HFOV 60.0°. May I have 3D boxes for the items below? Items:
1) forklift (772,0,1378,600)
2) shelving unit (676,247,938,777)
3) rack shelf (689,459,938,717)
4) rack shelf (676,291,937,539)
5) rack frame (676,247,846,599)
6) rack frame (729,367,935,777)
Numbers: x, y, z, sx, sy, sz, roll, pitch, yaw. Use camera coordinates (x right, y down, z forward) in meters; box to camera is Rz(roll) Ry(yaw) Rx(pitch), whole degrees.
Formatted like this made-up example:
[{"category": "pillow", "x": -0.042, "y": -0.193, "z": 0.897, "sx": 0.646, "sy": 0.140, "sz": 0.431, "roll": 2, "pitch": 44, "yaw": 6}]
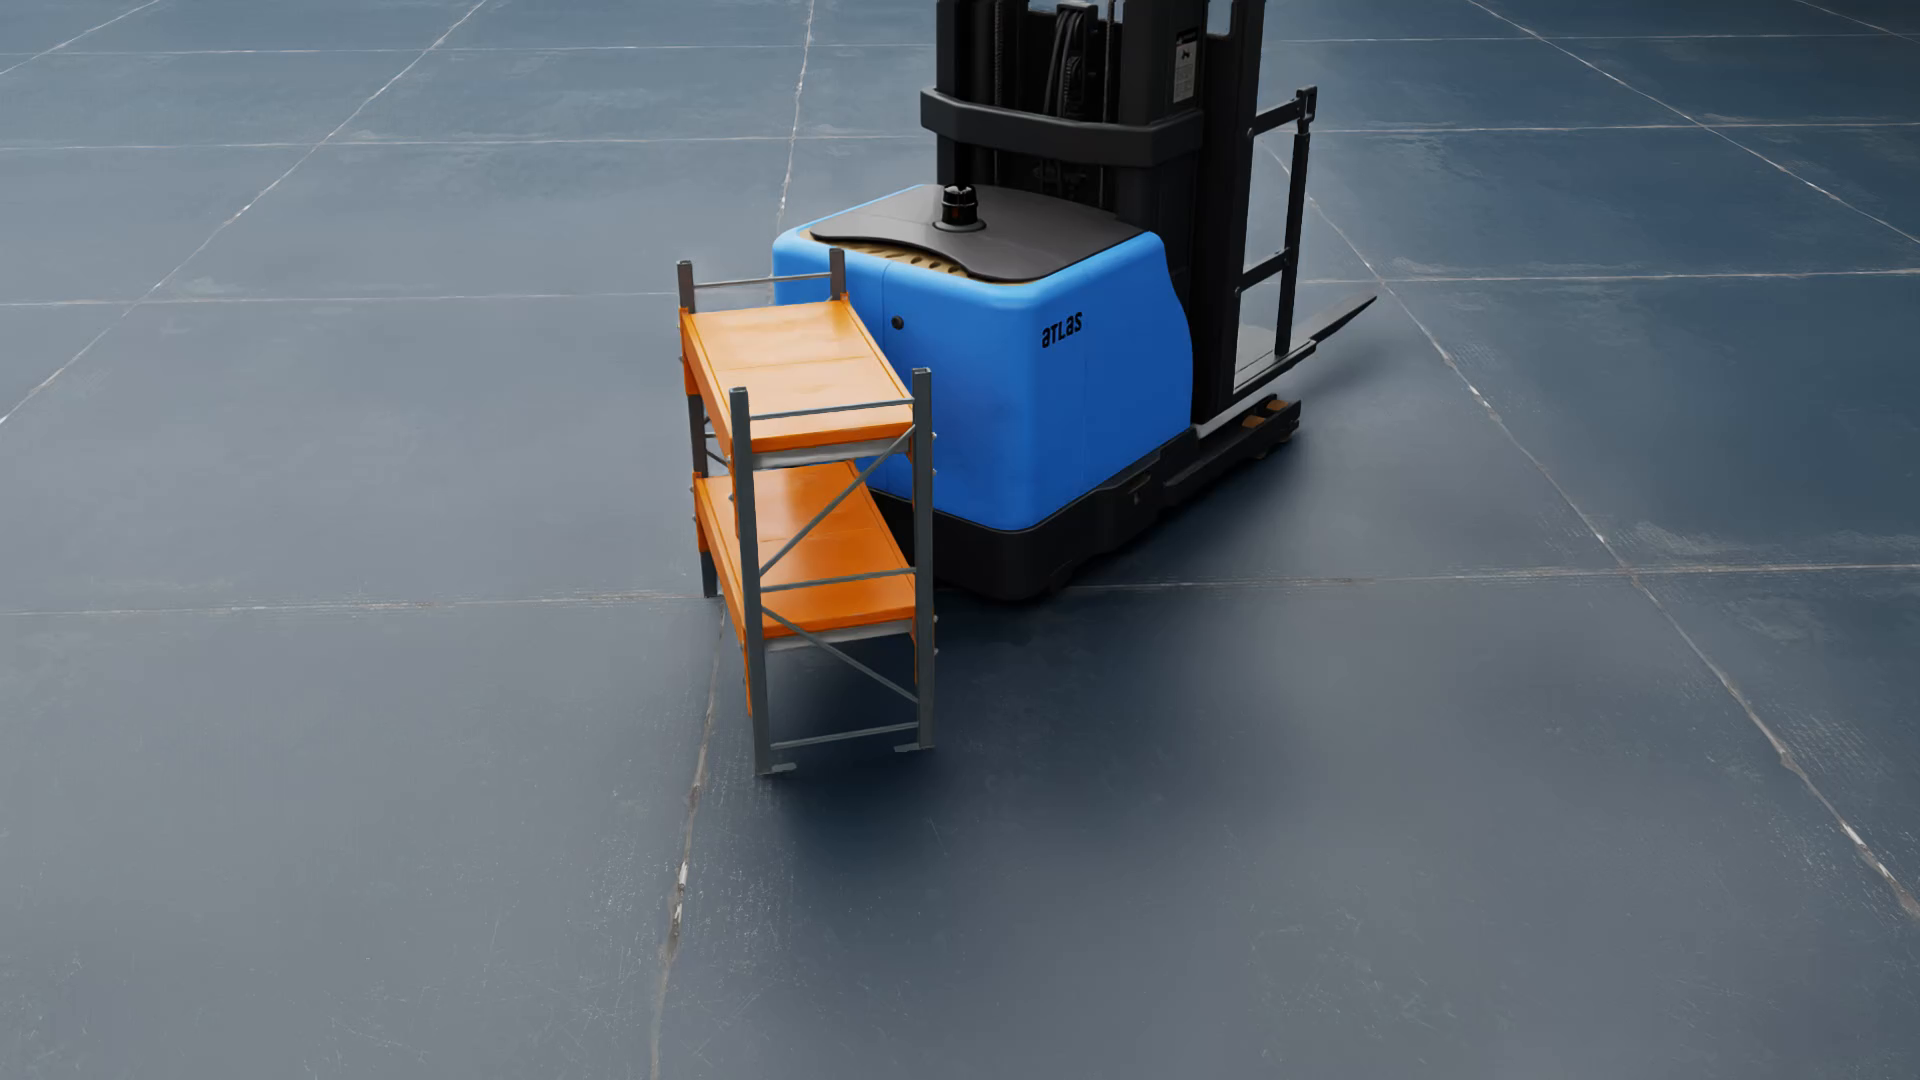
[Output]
[{"category": "forklift", "x": 0.672, "y": -1.730, "z": 5.897, "sx": 1.130, "sy": 2.935, "sz": 3.031, "roll": 19, "pitch": 33, "yaw": 32}, {"category": "shelving unit", "x": -0.453, "y": -0.120, "z": 4.764, "sx": 0.538, "sy": 1.125, "sz": 1.048, "roll": -7, "pitch": 28, "yaw": -14}, {"category": "rack shelf", "x": -0.453, "y": 0.097, "z": 4.877, "sx": 0.538, "sy": 0.278, "sz": 1.000, "roll": -7, "pitch": 28, "yaw": -14}, {"category": "rack shelf", "x": -0.453, "y": -0.379, "z": 4.628, "sx": 0.538, "sy": 0.278, "sz": 1.000, "roll": -7, "pitch": 28, "yaw": -14}, {"category": "rack frame", "x": -0.590, "y": -0.346, "z": 5.198, "sx": 0.500, "sy": 1.125, "sz": 0.032, "roll": -7, "pitch": 28, "yaw": -14}, {"category": "rack frame", "x": -0.315, "y": 0.106, "z": 4.330, "sx": 0.500, "sy": 1.125, "sz": 0.032, "roll": -7, "pitch": 28, "yaw": -14}]
